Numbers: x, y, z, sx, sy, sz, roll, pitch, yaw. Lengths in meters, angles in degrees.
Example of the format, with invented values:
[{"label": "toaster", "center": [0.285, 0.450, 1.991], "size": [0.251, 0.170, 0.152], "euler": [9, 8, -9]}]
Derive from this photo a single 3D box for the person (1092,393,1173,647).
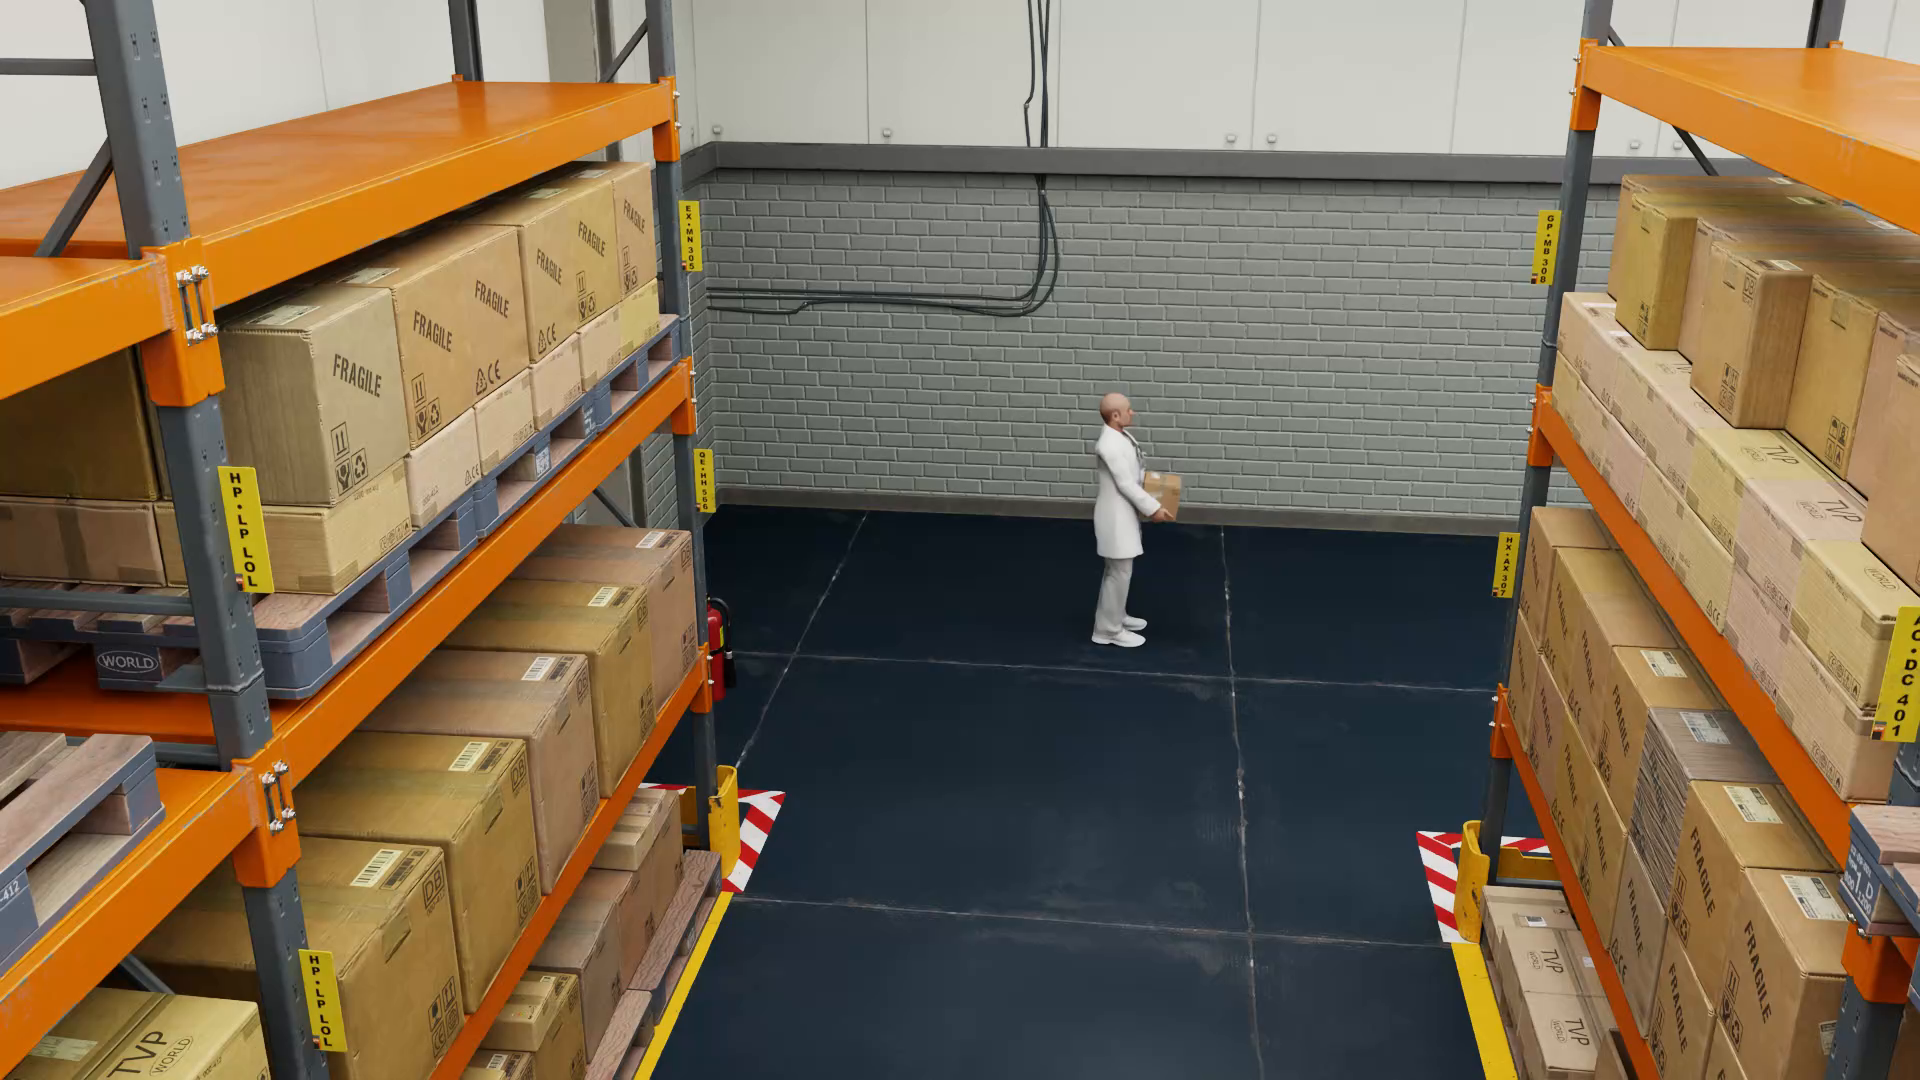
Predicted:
[{"label": "person", "center": [1.197, -0.148, 11.495], "size": [0.543, 1.777, 0.526], "euler": [3, 21, 7]}]
